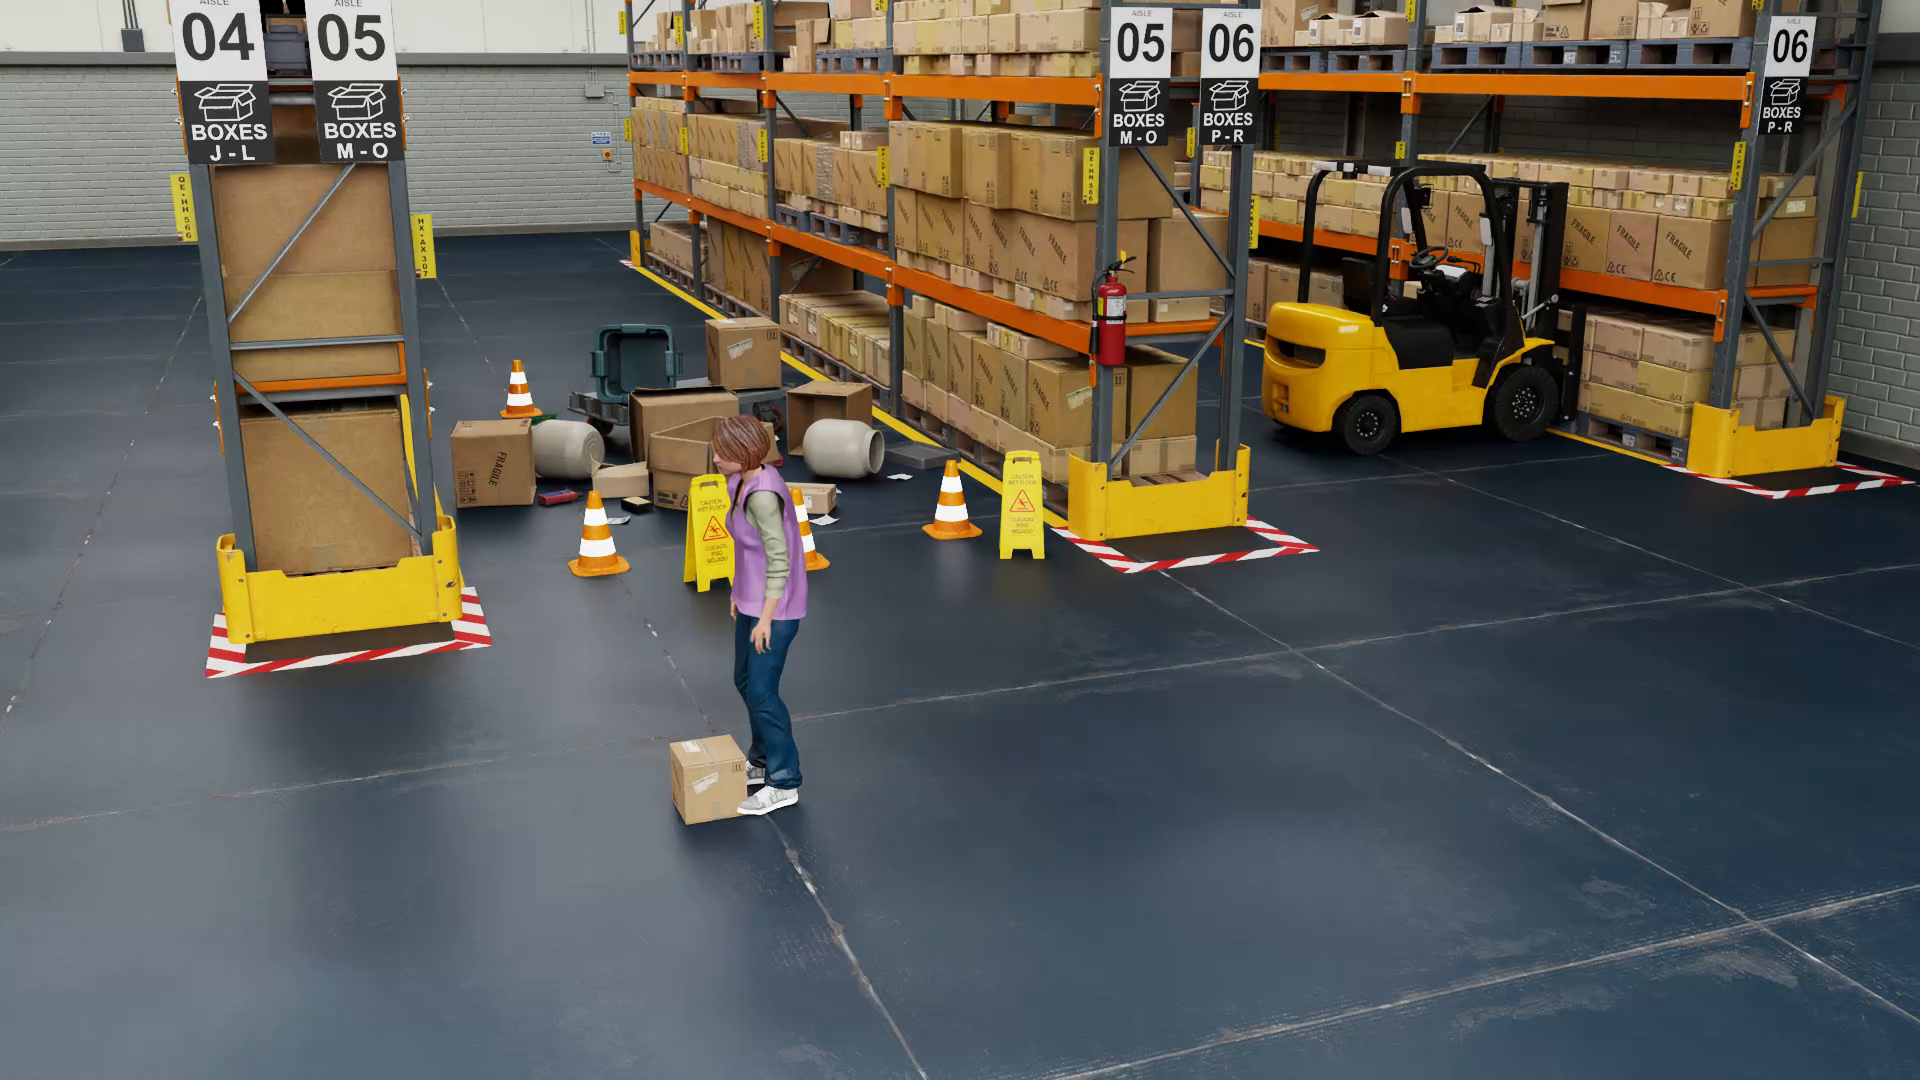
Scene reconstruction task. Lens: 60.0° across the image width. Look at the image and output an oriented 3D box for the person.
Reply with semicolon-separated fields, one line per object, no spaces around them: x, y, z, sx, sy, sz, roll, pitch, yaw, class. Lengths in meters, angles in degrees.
-0.784;0.288;6.557;0.343;1.582;0.462;-6;17;-20;person
